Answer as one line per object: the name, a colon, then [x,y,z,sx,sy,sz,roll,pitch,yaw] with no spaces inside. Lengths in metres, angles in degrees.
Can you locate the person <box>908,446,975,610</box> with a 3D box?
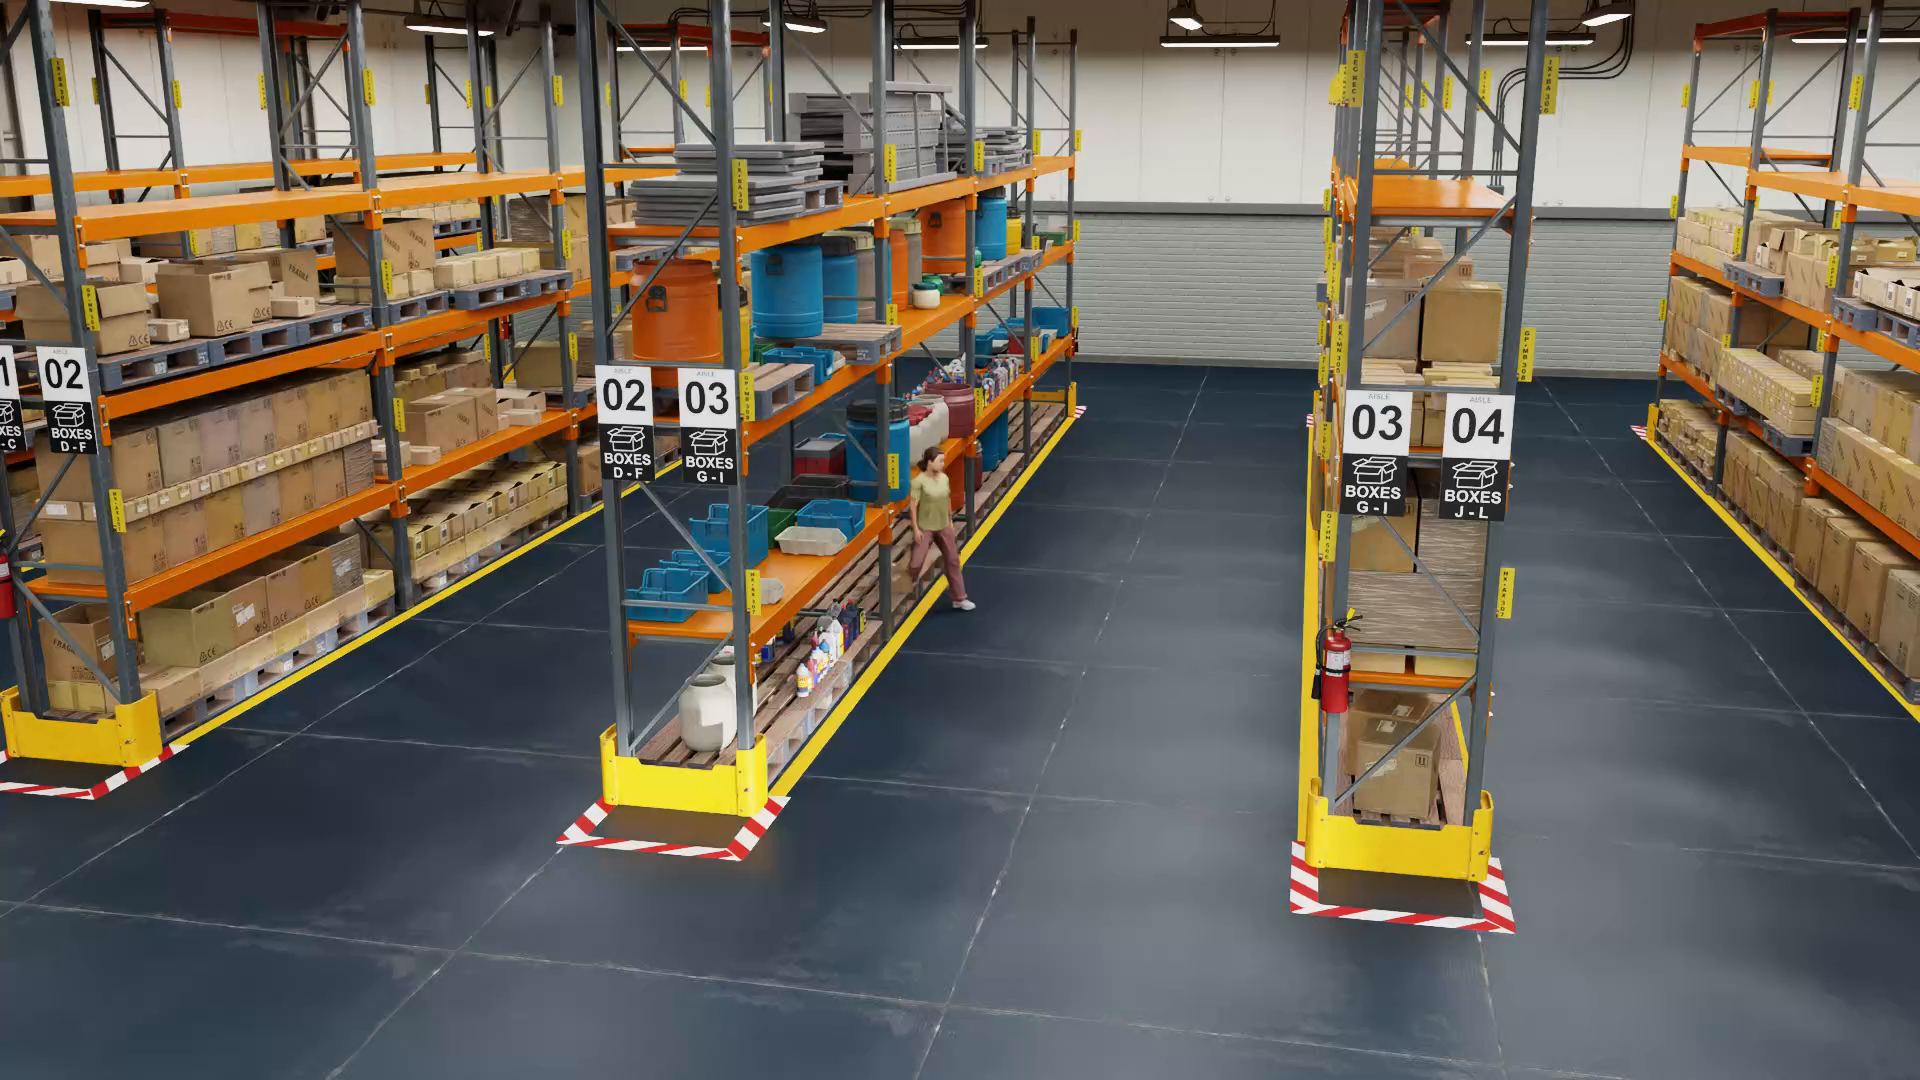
person: [-0.260,-0.115,16.445,0.618,1.646,0.671,-8,17,-29]
